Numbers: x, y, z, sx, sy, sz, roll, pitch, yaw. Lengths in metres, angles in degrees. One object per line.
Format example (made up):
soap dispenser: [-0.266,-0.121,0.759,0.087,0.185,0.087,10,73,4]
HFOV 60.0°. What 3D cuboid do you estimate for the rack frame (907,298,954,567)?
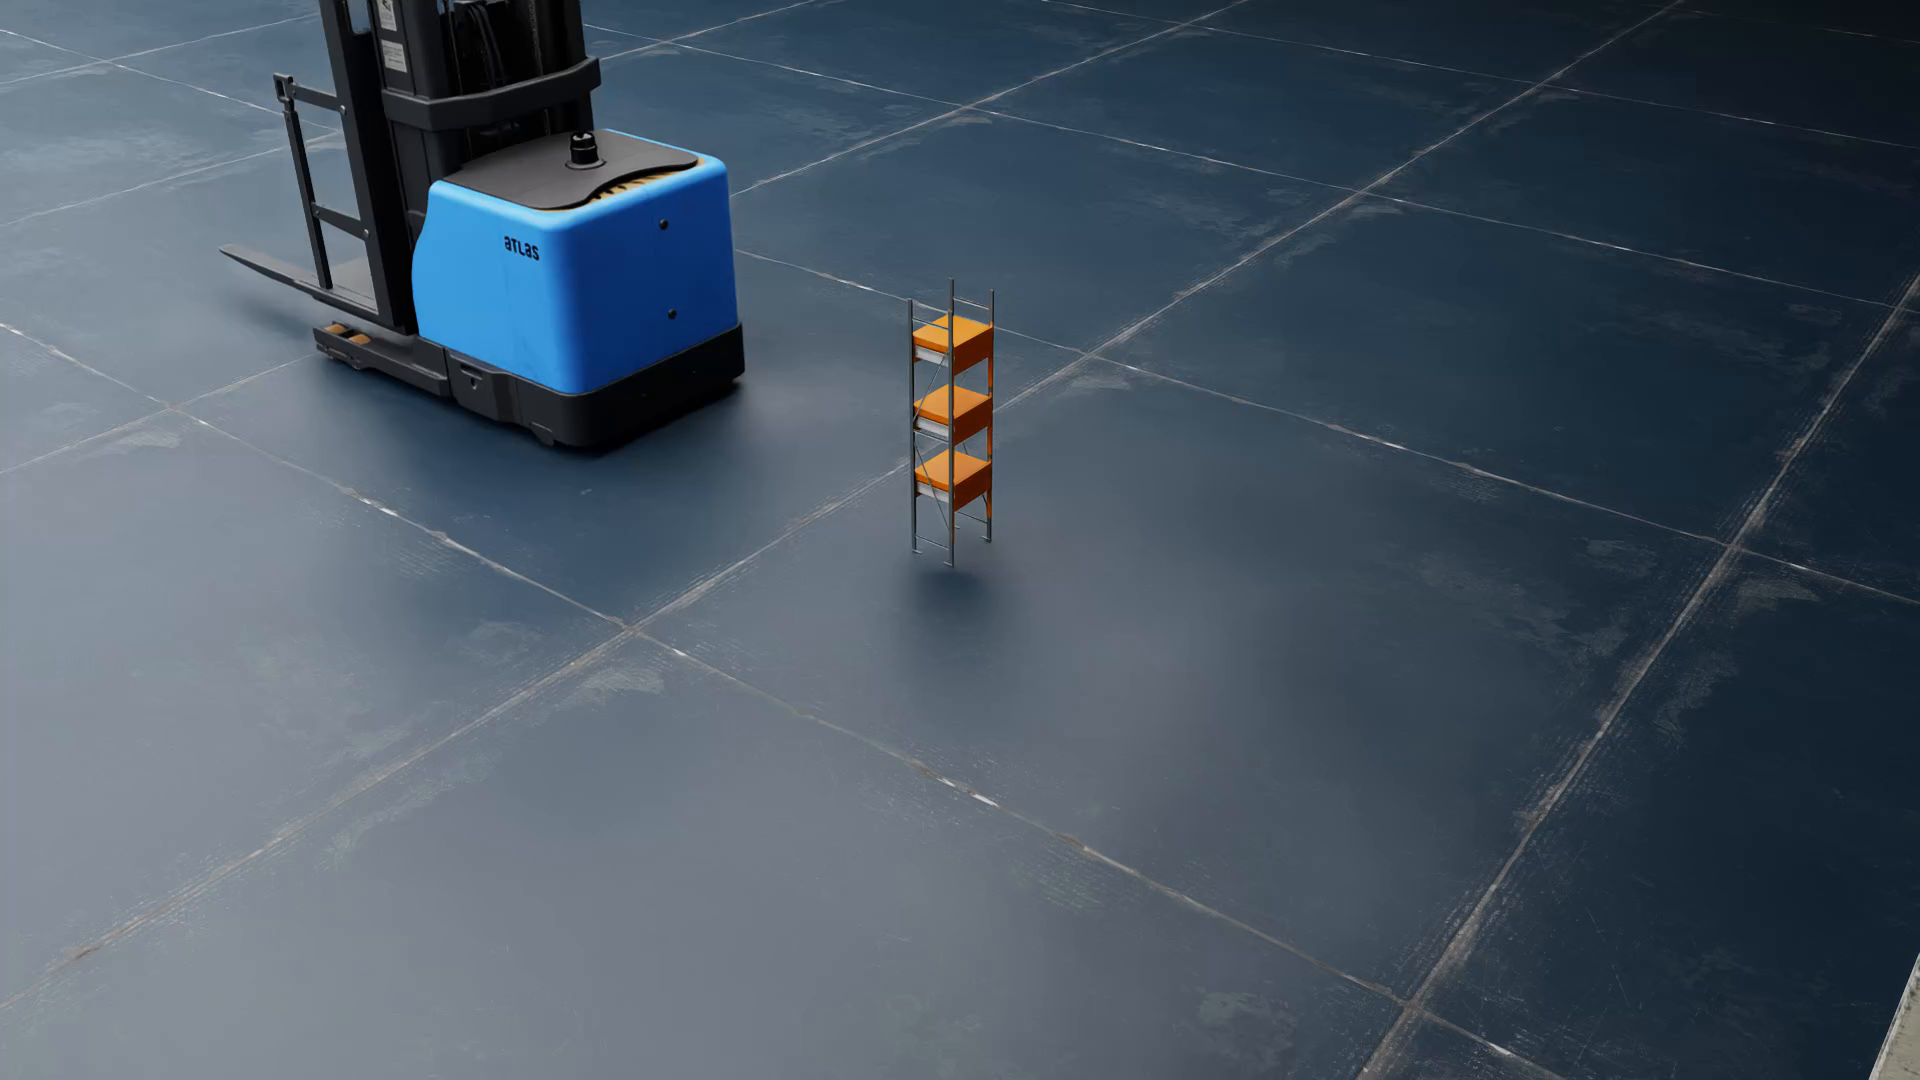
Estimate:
rack frame: [-0.106,-0.380,6.154,0.200,1.050,0.008,21,37,31]

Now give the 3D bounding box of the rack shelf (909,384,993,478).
rack shelf: [-0.032,-0.421,6.243,0.215,0.259,0.240,21,37,31]

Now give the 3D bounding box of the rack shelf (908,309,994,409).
rack shelf: [-0.032,-0.665,6.098,0.215,0.259,0.240,21,37,31]

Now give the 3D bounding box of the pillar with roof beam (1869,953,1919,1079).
pillar with roof beam: [-1.286,-3.587,3.769,9.100,9.000,0.400,21,37,31]

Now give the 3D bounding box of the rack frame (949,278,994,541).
rack frame: [0.041,-0.479,6.321,0.200,1.050,0.008,21,37,31]

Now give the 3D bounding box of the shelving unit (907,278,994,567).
shelving unit: [-0.032,-0.430,6.238,0.215,1.050,0.252,21,37,31]

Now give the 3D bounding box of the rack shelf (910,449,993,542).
rack shelf: [-0.032,-0.182,6.385,0.215,0.259,0.240,21,37,31]

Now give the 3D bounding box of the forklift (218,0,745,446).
forklift: [-2.475,-2.259,7.479,3.031,2.935,1.130,22,37,32]
